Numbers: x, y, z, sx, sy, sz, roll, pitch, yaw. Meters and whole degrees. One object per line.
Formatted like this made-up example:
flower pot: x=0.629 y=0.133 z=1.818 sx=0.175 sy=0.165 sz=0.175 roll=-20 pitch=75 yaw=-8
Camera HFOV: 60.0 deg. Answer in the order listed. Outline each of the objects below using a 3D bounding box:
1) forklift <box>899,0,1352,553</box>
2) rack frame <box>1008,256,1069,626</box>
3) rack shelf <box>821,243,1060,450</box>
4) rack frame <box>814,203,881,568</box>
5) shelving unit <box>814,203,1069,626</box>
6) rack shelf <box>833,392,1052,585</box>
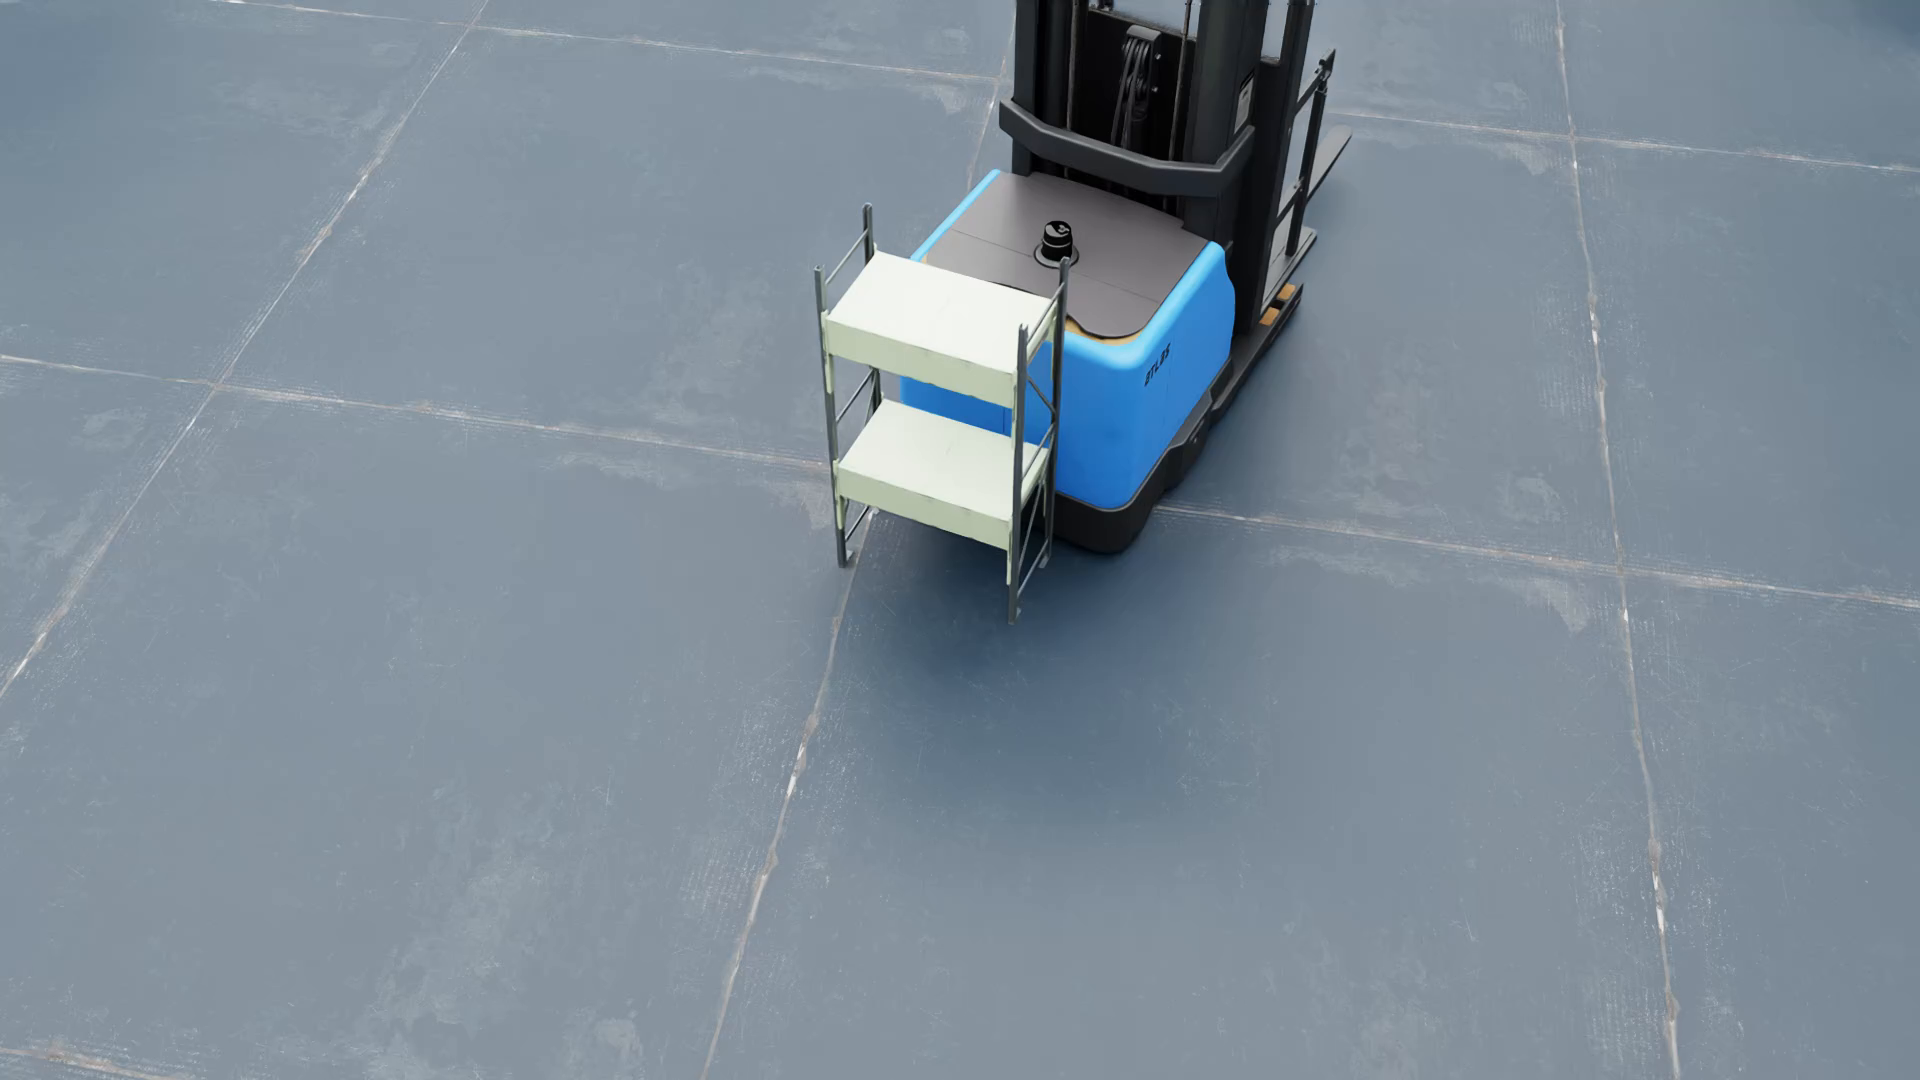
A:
forklift: x=0.911 y=-2.024 z=6.570 sx=1.130 sy=2.935 sz=3.031 roll=23 pitch=52 yaw=19
rack frame: x=0.276 y=-0.308 z=5.991 sx=0.023 sy=1.500 sz=0.400 roll=18 pitch=51 yaw=16
rack shelf: x=-0.059 y=-0.679 z=5.799 sx=0.720 sy=0.370 sz=0.431 roll=18 pitch=51 yaw=16
rack frame: x=-0.394 y=-0.528 z=6.188 sx=0.023 sy=1.500 sz=0.400 roll=18 pitch=51 yaw=16
shelving unit: x=-0.059 y=-0.418 z=6.089 sx=0.755 sy=1.500 sz=0.431 roll=18 pitch=51 yaw=16
rack shelf: x=-0.059 y=-0.200 z=6.332 sx=0.720 sy=0.370 sz=0.431 roll=18 pitch=51 yaw=16
